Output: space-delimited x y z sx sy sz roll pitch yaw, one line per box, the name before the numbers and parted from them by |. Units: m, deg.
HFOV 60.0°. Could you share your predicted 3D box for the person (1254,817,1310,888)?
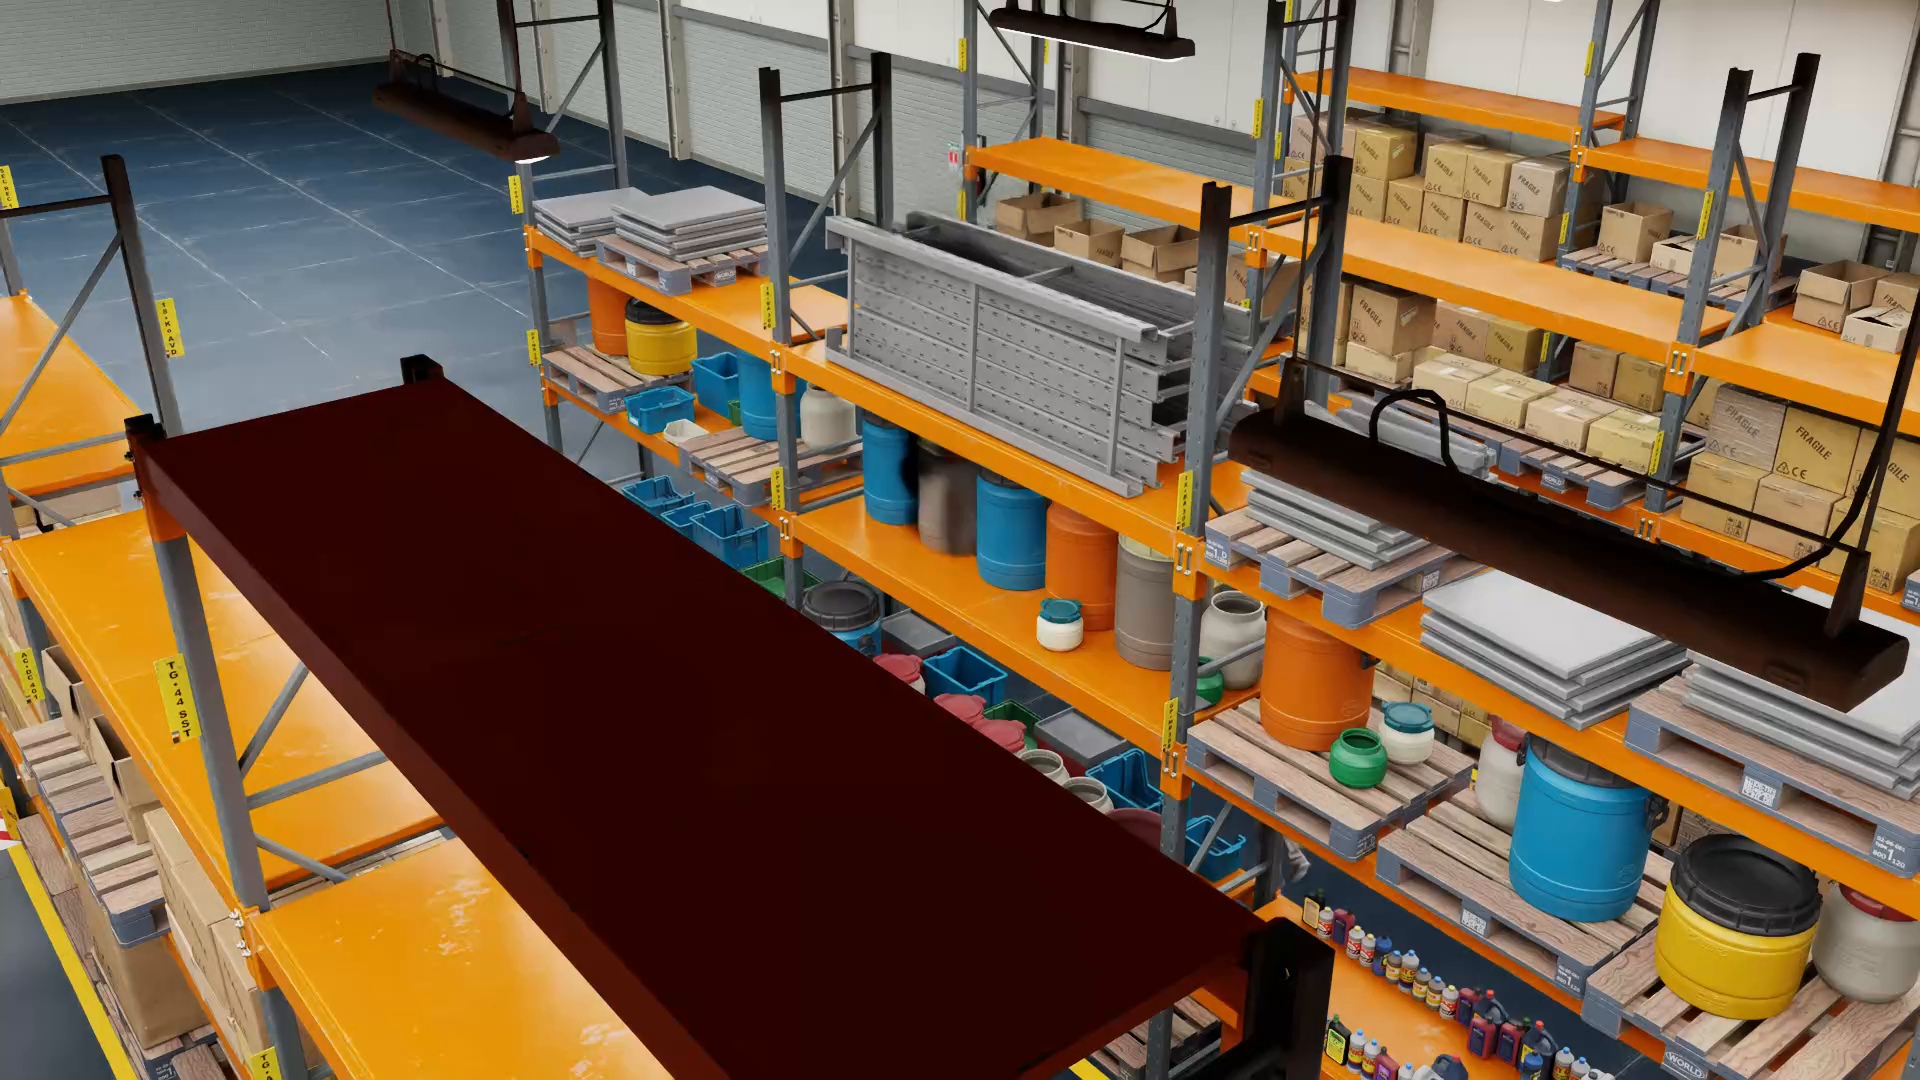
person | 2.277 1.801 11.989 0.610 1.676 0.535 -19 31 -33
